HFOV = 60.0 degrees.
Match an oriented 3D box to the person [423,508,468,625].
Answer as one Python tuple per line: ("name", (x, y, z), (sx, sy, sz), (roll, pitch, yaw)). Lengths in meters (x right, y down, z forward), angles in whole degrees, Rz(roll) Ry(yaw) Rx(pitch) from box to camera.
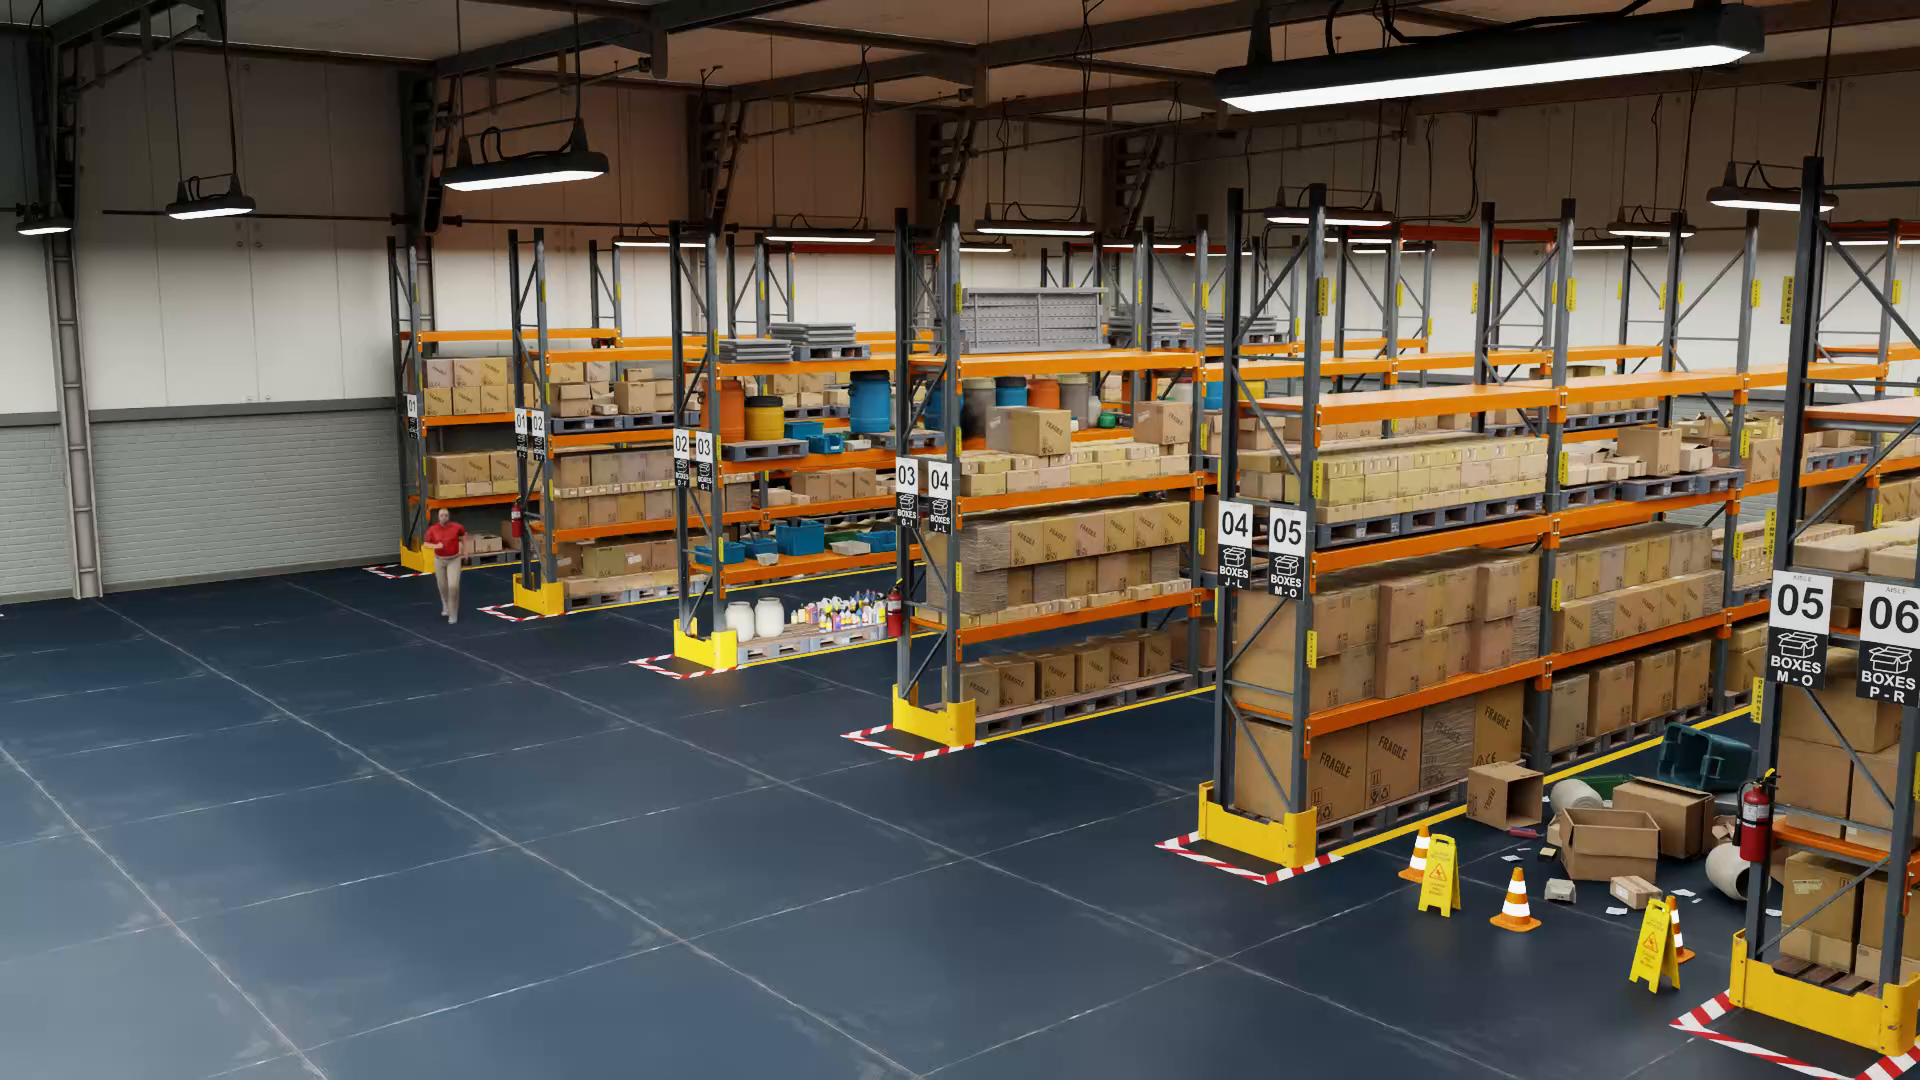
("person", (-7.918, 0.385, 25.628), (0.614, 1.792, 0.890), (-1, 9, -10))
